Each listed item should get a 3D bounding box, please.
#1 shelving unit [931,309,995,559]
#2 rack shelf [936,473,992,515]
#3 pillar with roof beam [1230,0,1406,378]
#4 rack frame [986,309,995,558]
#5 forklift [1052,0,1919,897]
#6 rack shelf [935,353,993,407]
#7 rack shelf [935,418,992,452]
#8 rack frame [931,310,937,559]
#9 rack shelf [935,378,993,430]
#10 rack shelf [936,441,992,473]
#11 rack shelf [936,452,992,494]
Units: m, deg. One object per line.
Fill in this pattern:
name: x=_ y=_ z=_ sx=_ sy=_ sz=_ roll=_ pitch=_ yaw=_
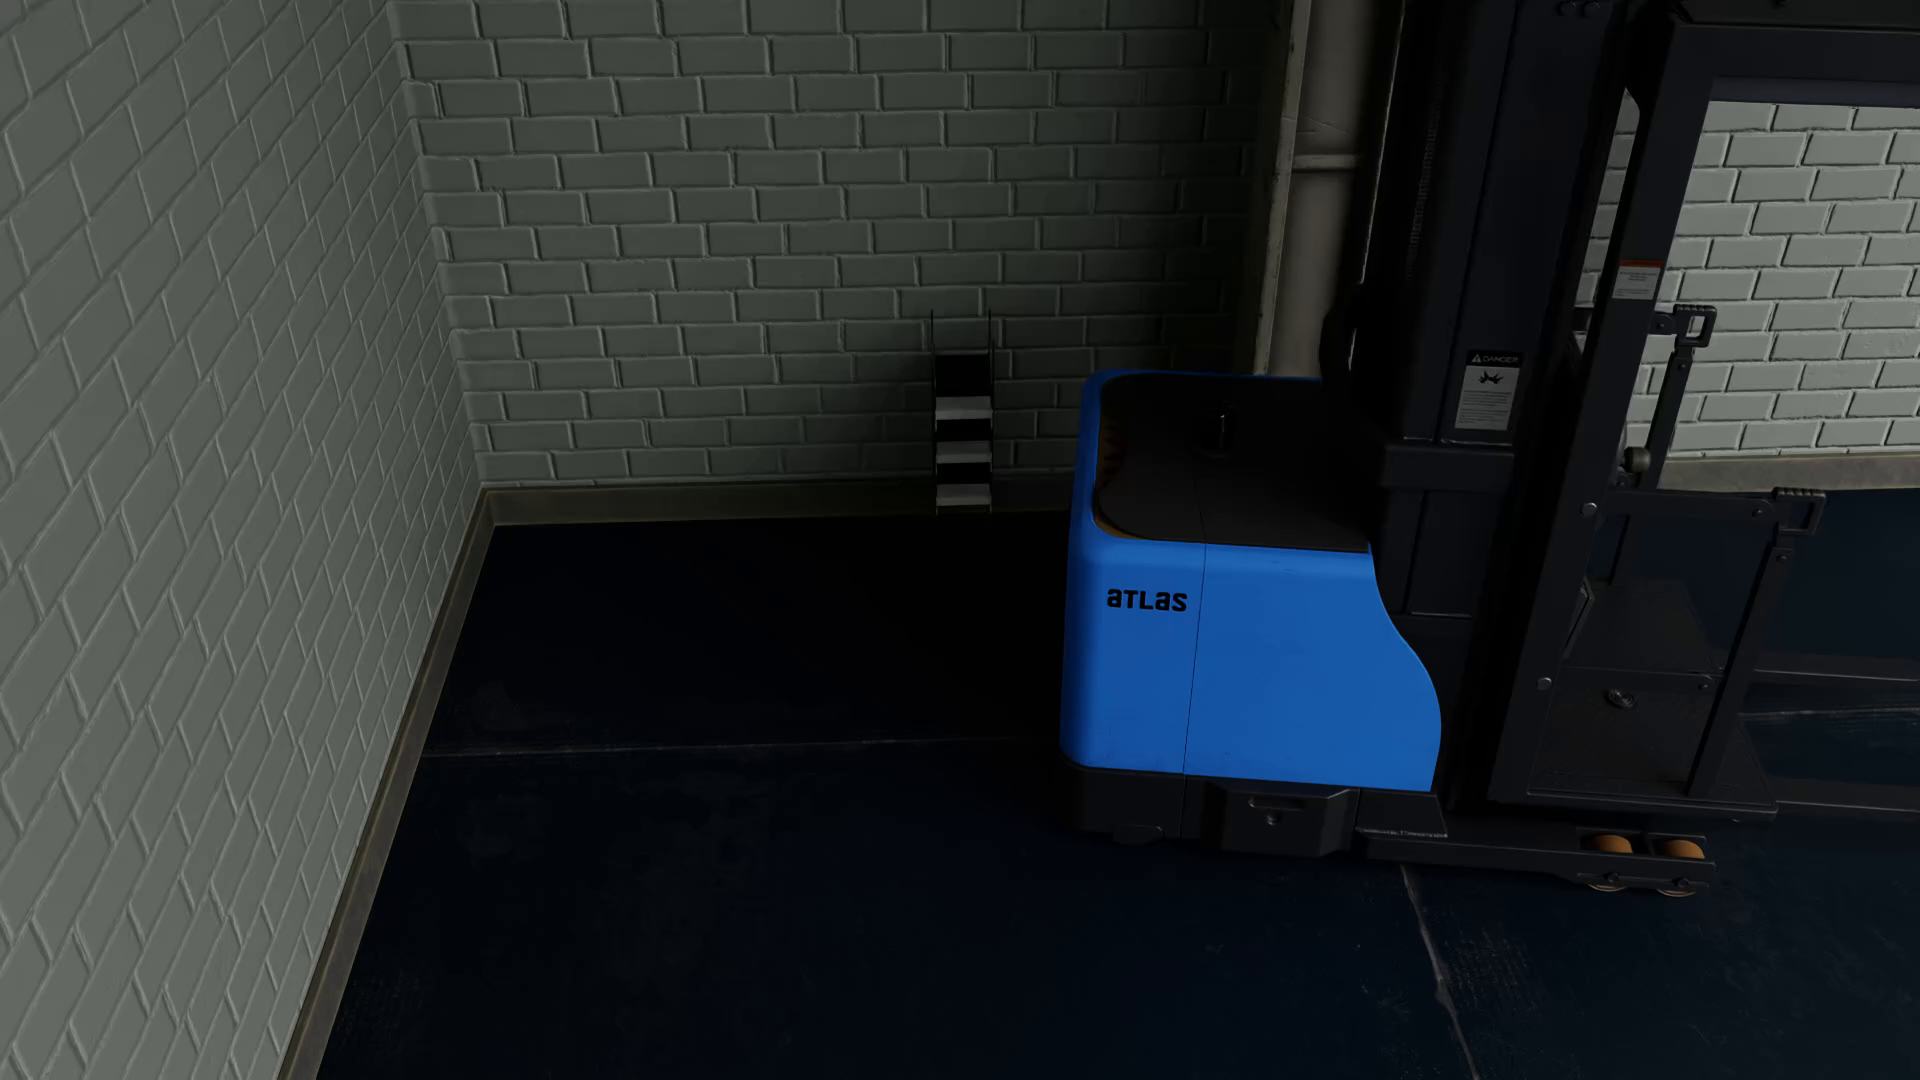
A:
shelving unit: x=0.008 y=-0.370 z=5.994 sx=0.210 sy=0.900 sz=0.258 roll=-2 pitch=35 yaw=-2
rack shelf: x=0.008 y=-0.195 z=6.116 sx=0.200 sy=0.077 sz=0.258 roll=-2 pitch=35 yaw=-2
pillar with roof beam: x=1.408 y=-1.322 z=0.253 sx=0.400 sy=9.000 sz=9.100 roll=-2 pitch=35 yaw=-2
rack frame: x=0.110 y=-0.373 z=5.998 sx=0.006 sy=0.900 sz=0.240 roll=-2 pitch=35 yaw=-2
forklift: x=1.827 y=-0.502 z=4.400 sx=3.031 sy=2.935 sz=1.130 roll=3 pitch=35 yaw=5
rack shelf: x=0.008 y=-0.565 z=5.860 sx=0.200 sy=0.077 sz=0.258 roll=-2 pitch=35 yaw=-2
rack shelf: x=0.008 y=-0.417 z=5.962 sx=0.200 sy=0.077 sz=0.258 roll=-2 pitch=35 yaw=-2
rack frame: x=-0.093 y=-0.367 z=5.990 sx=0.006 sy=0.900 sz=0.240 roll=-2 pitch=35 yaw=-2
rack shelf: x=0.008 y=-0.491 z=5.911 sx=0.200 sy=0.077 sz=0.258 roll=-2 pitch=35 yaw=-2
rack shelf: x=0.008 y=-0.343 z=6.013 sx=0.200 sy=0.077 sz=0.258 roll=-2 pitch=35 yaw=-2
rack shelf: x=0.008 y=-0.269 z=6.064 sx=0.200 sy=0.077 sz=0.258 roll=-2 pitch=35 yaw=-2
